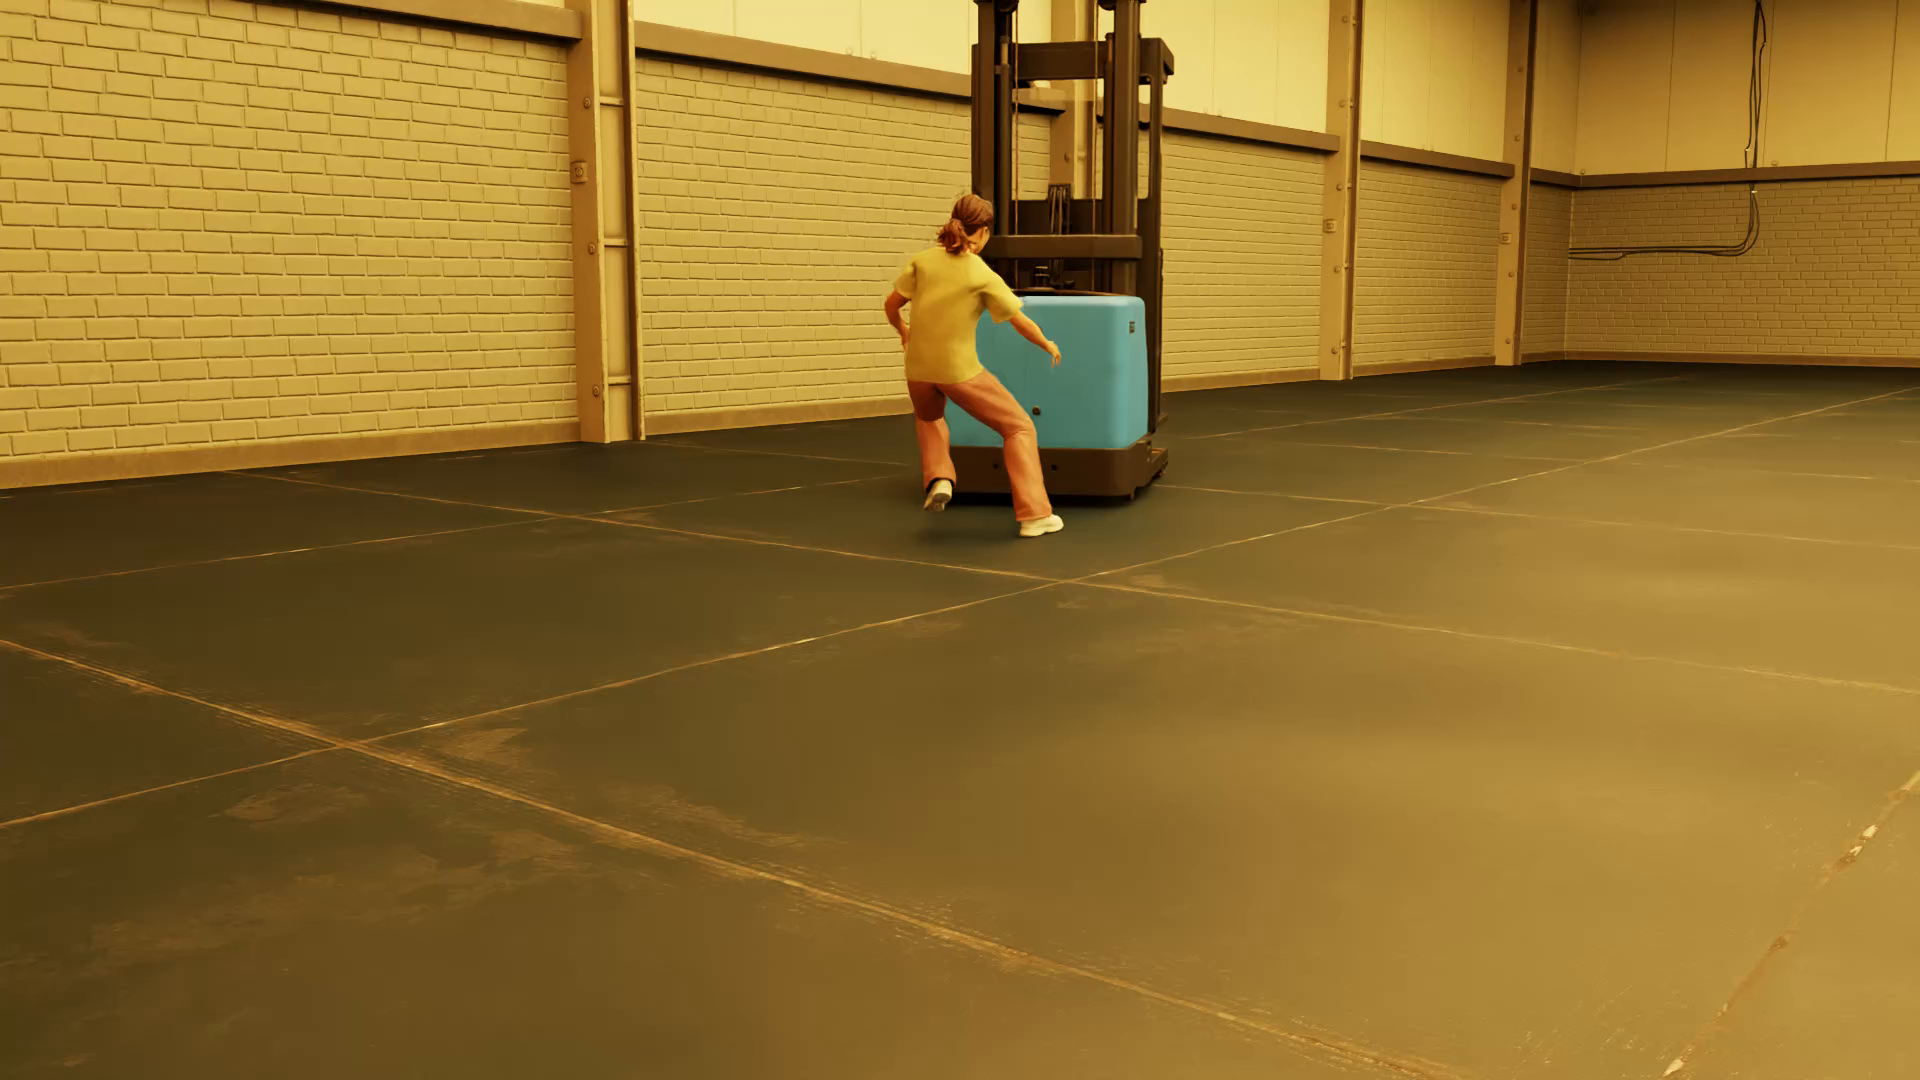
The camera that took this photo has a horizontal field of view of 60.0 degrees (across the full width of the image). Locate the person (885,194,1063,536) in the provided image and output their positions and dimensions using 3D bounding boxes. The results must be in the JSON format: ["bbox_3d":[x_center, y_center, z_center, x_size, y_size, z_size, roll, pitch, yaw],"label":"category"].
[{"bbox_3d":[0.051,-0.793,7.570,0.778,1.515,0.628,4,9,24],"label":"person"}]

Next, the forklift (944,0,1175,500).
[{"bbox_3d":[0.658,-1.828,9.772,1.130,2.935,3.031,2,9,12],"label":"forklift"}]
